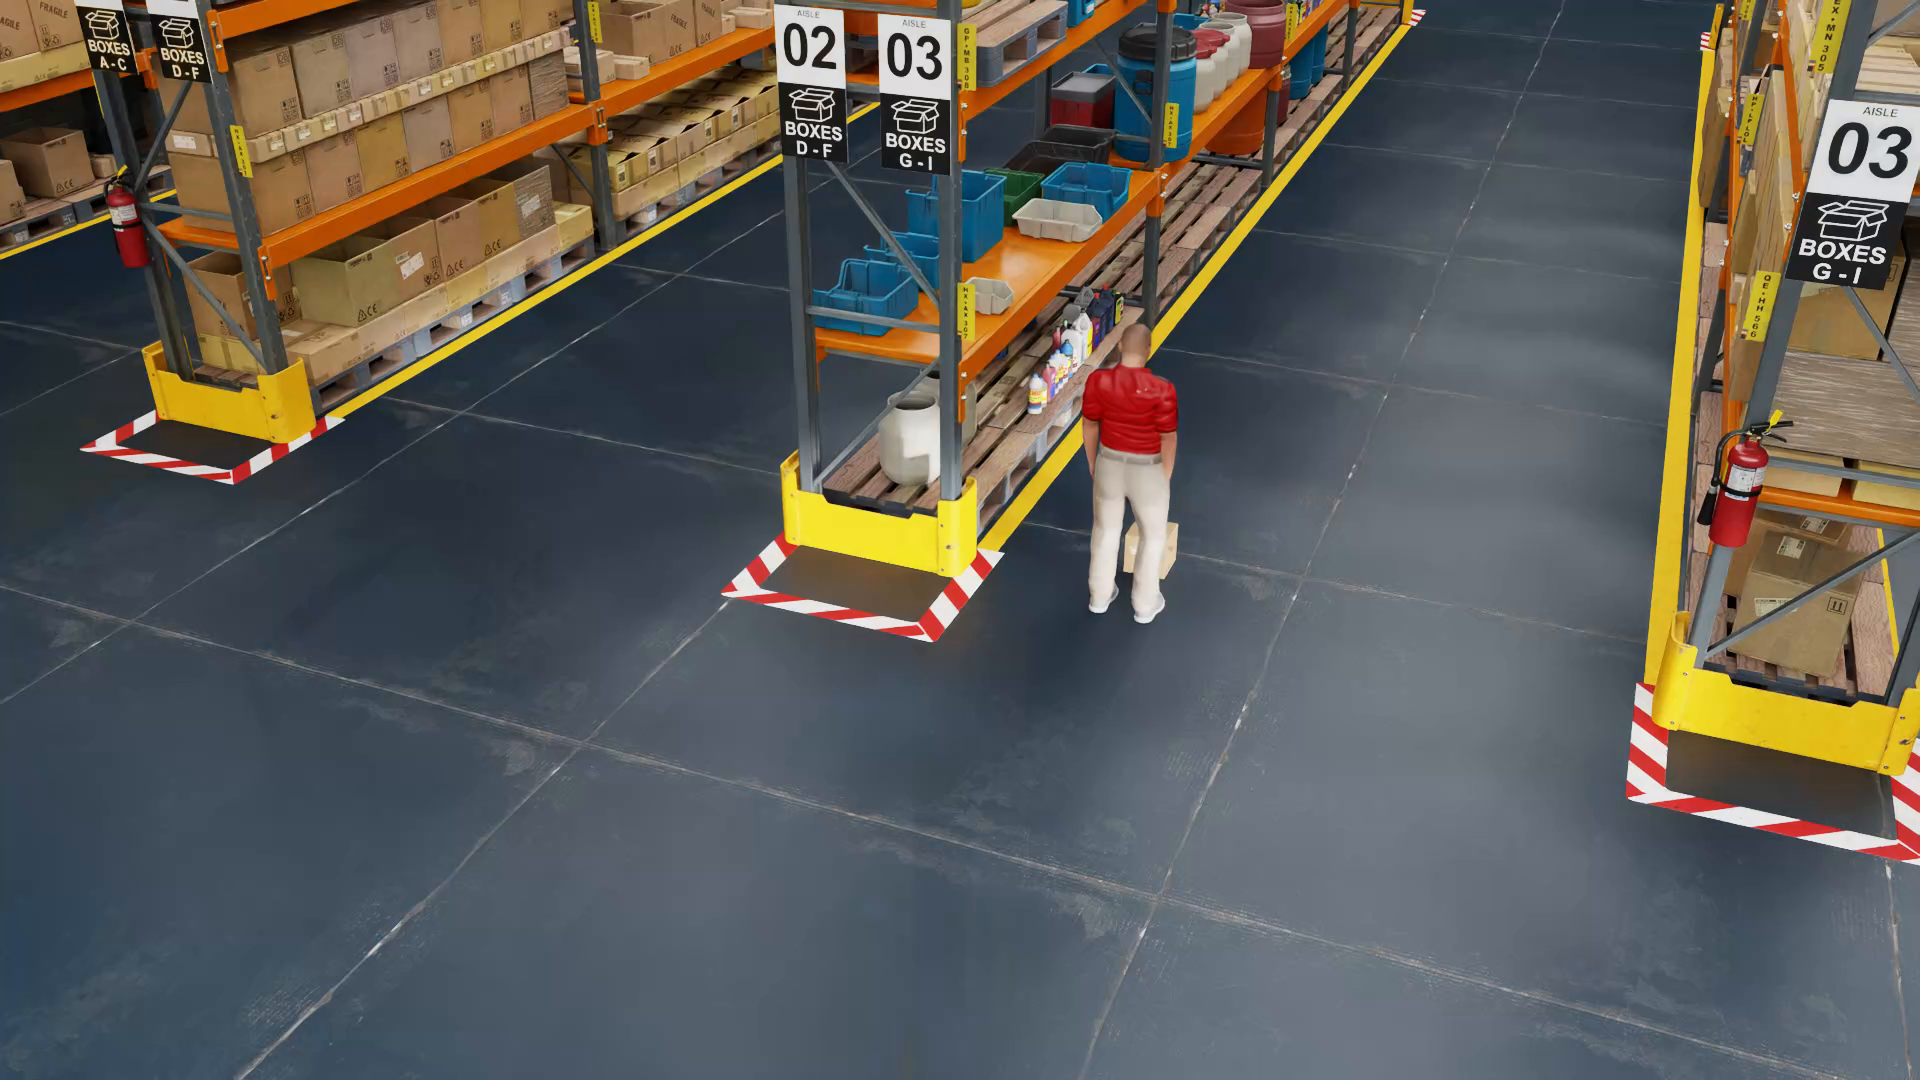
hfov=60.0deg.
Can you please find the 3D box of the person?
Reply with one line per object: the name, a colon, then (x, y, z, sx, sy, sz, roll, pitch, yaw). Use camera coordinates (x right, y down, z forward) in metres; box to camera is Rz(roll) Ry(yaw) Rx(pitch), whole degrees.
person: (0.915, -0.355, 9.086, 0.547, 1.700, 0.383, 12, 32, 20)
